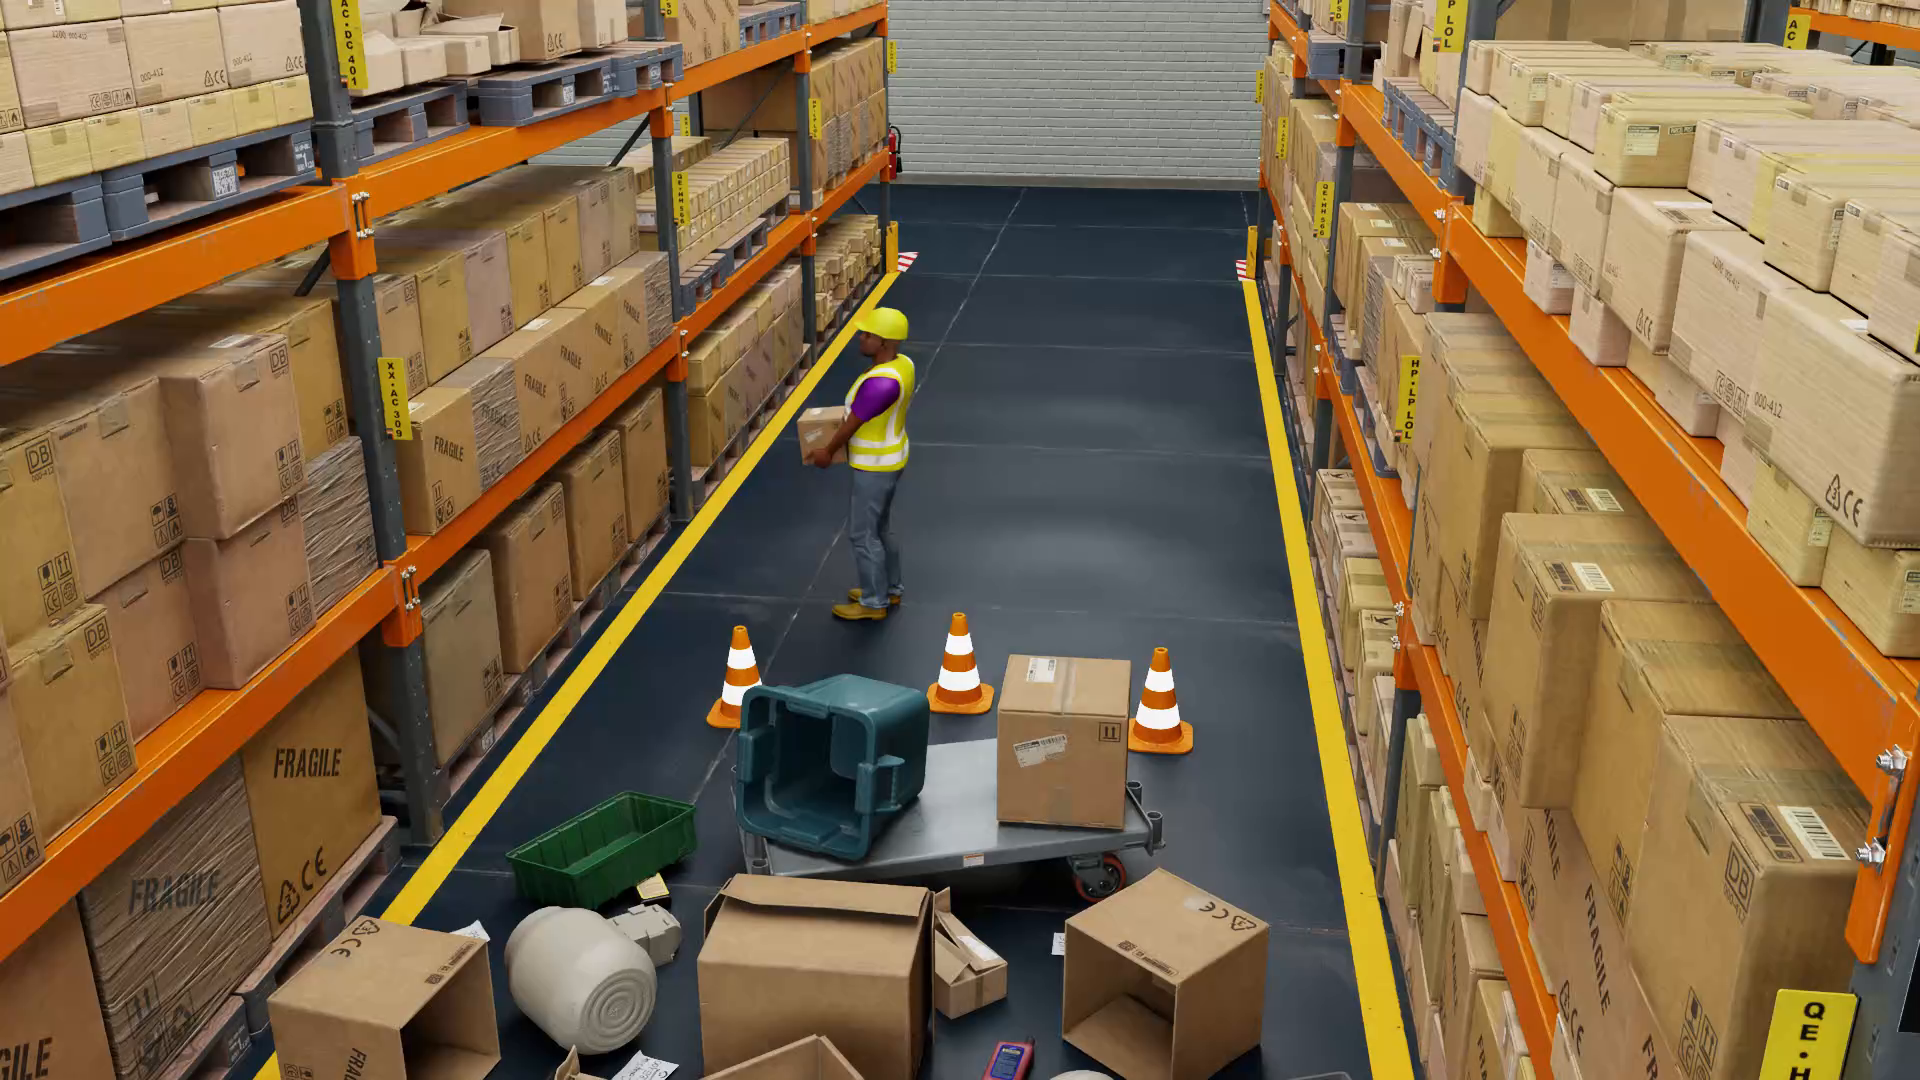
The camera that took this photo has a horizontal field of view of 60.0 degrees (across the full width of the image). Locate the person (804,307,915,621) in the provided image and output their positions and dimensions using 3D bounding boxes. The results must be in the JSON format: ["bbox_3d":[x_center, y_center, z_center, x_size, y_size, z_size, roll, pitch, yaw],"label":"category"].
[{"bbox_3d":[-0.549,-0.419,9.147,0.577,1.760,0.503,3,21,7],"label":"person"}]
